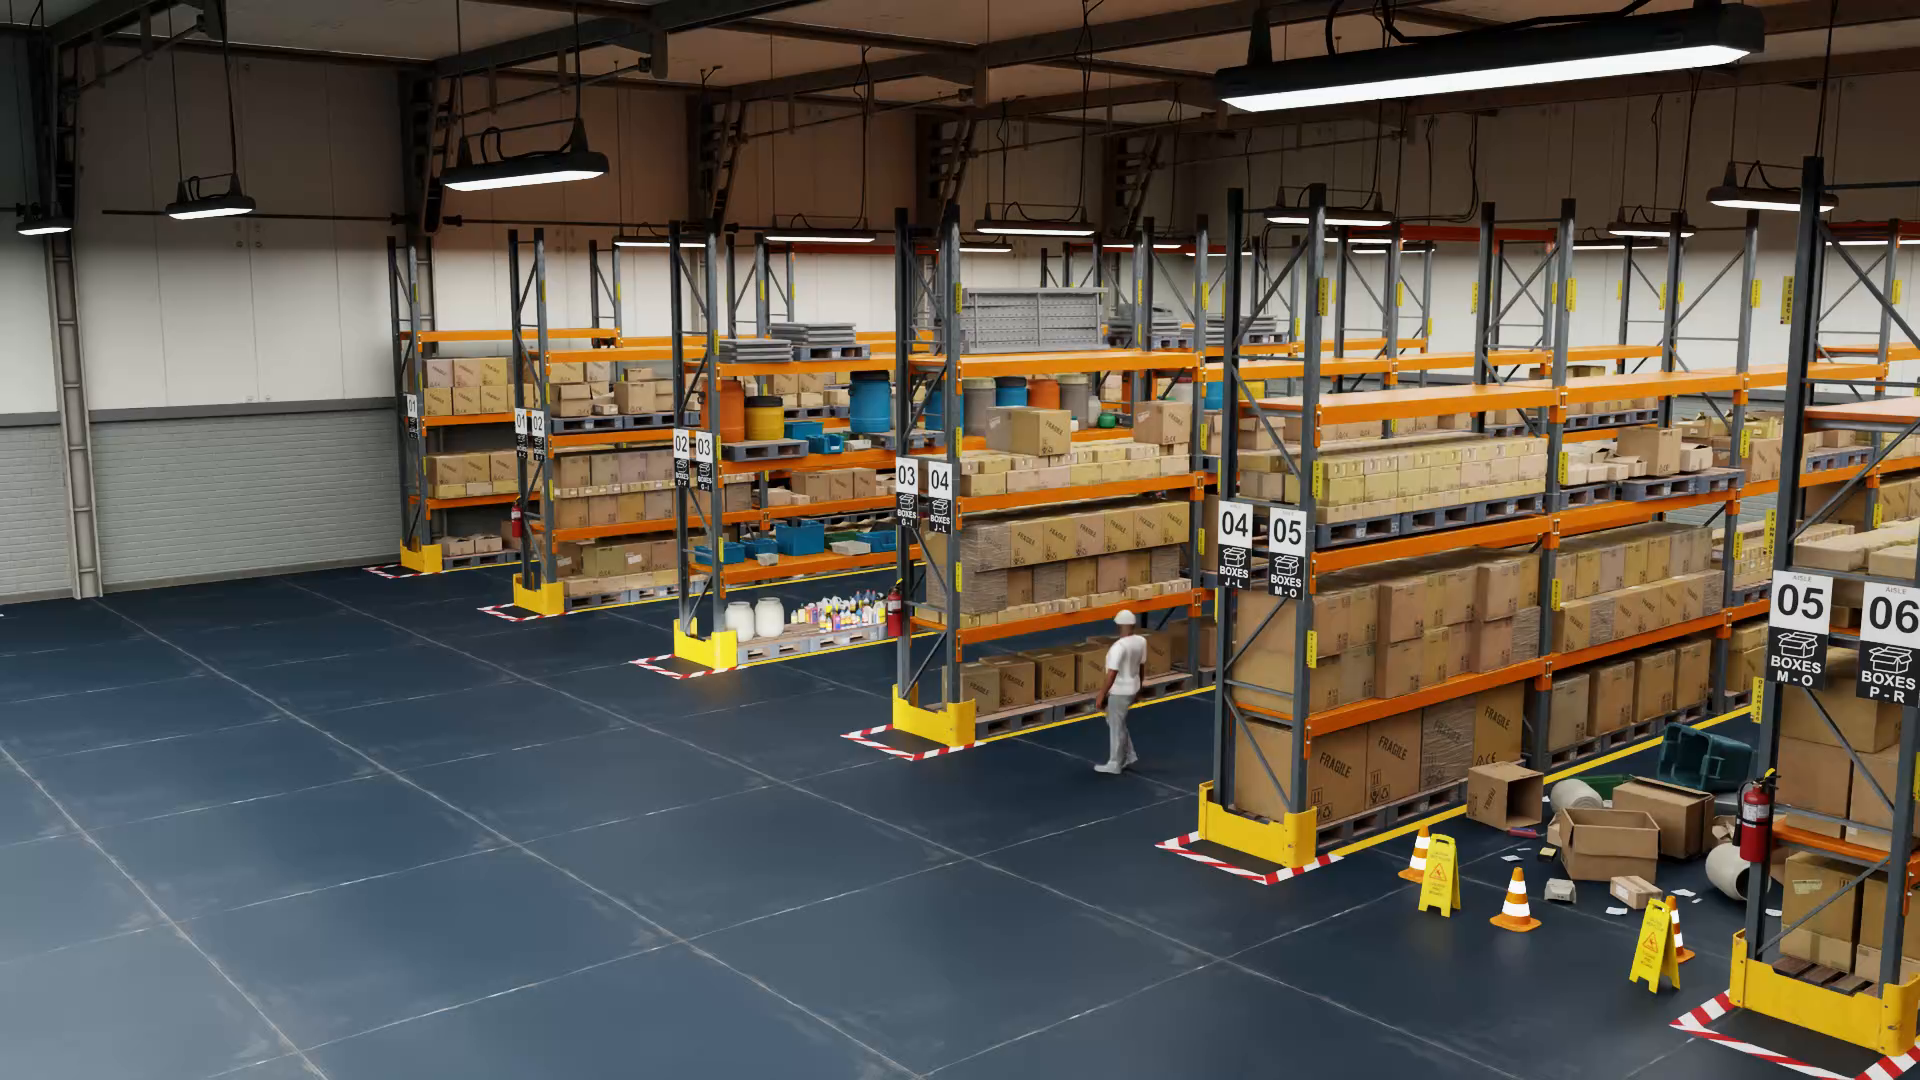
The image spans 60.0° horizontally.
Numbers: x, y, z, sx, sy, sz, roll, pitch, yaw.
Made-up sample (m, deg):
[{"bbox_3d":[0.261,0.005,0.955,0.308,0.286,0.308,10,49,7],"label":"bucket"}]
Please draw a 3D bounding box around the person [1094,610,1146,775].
[{"bbox_3d":[1.681,1.624,17.607,0.511,1.801,0.589,3,9,20],"label":"person"}]
